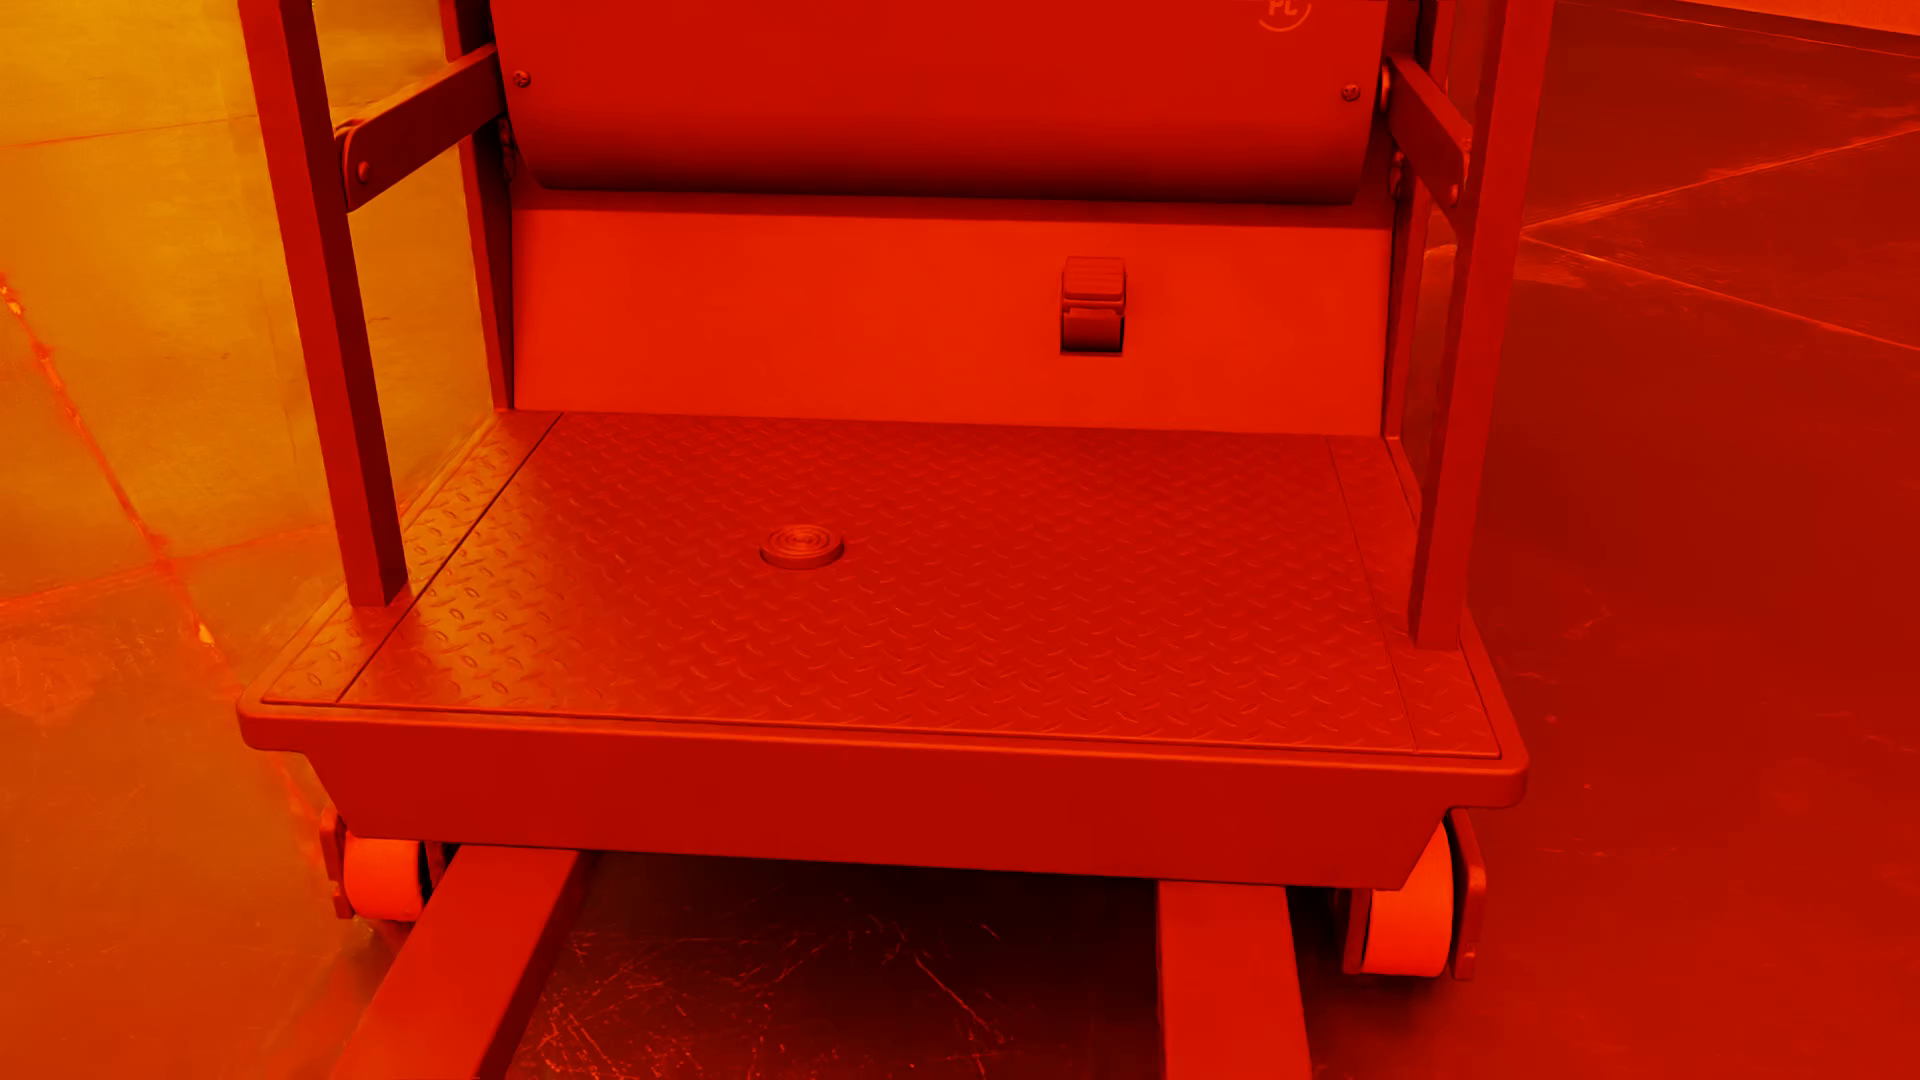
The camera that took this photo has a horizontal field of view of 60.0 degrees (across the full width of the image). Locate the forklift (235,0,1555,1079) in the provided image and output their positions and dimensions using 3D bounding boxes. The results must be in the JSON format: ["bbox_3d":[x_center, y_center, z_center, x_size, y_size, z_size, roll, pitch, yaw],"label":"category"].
[{"bbox_3d":[-0.042,-1.036,1.297,1.130,2.935,3.031,2,27,4],"label":"forklift"}]
